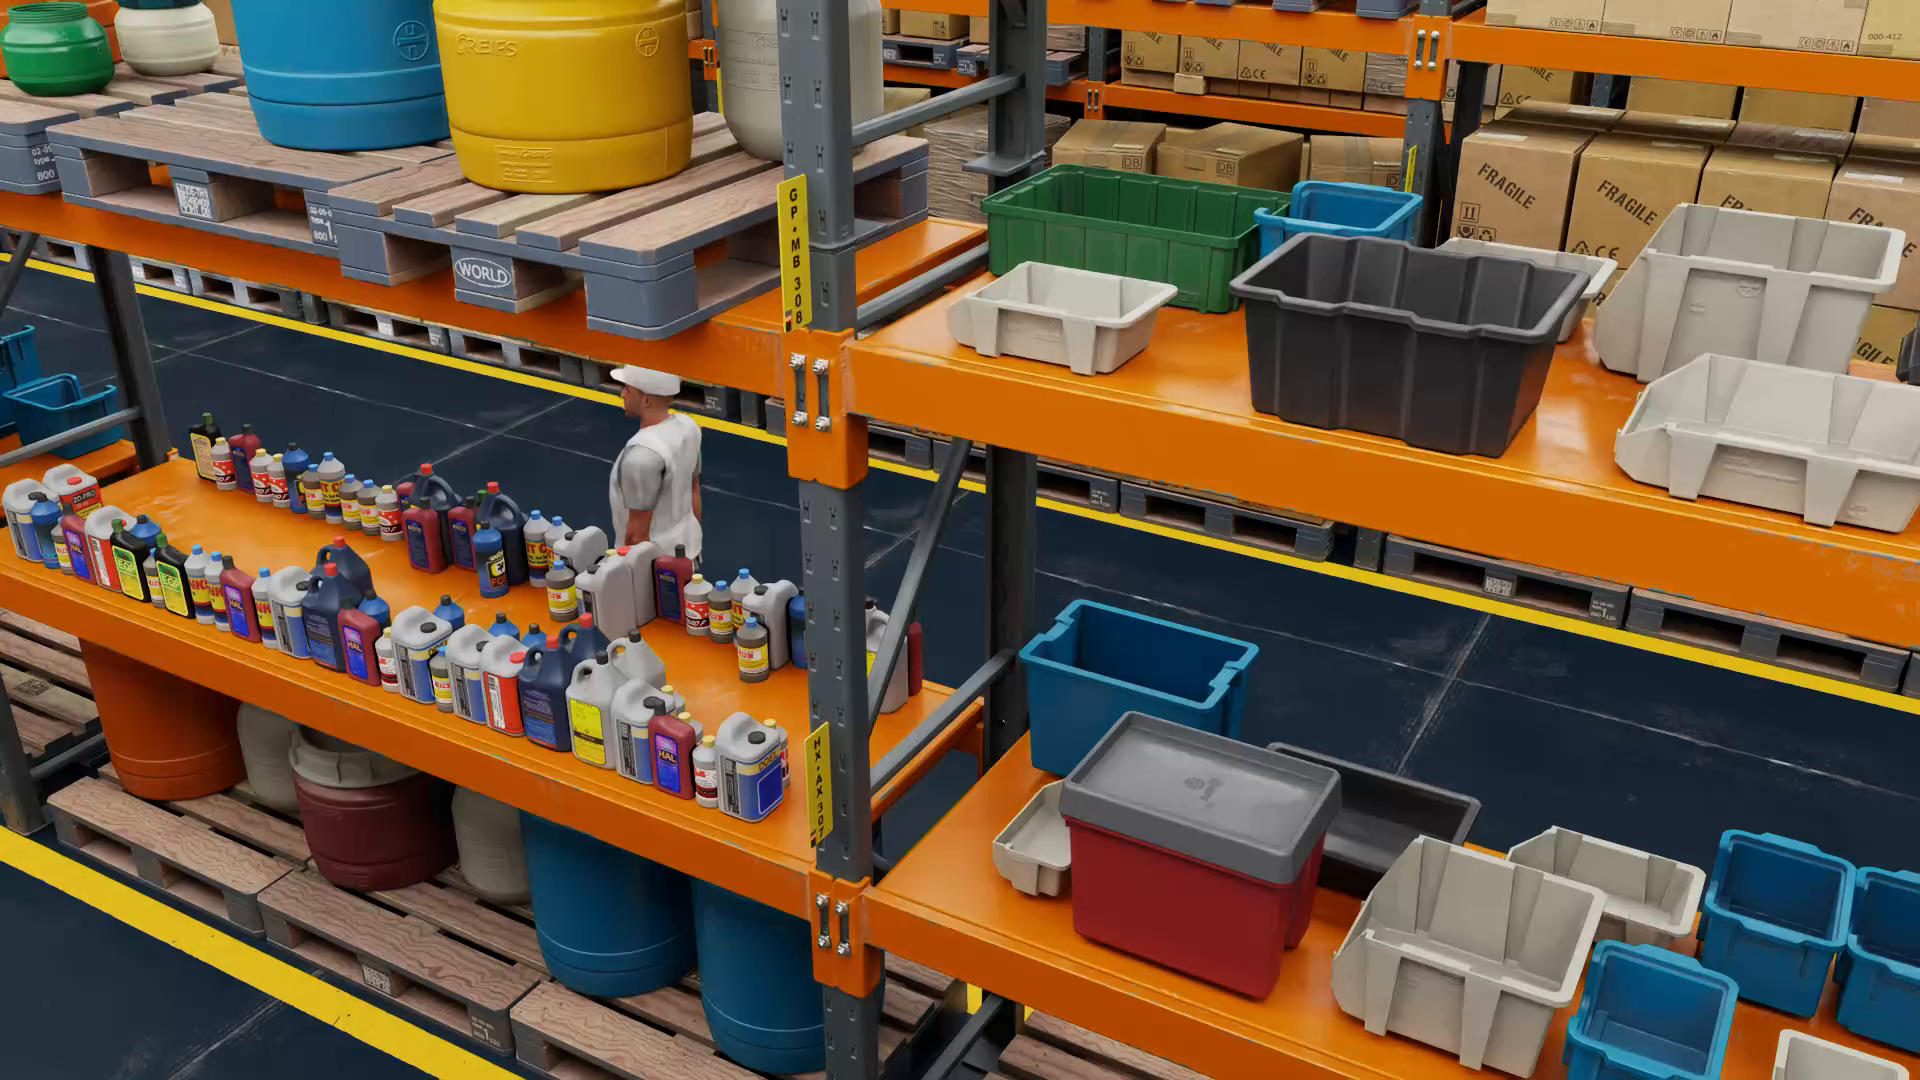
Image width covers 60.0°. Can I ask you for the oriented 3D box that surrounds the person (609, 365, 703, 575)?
[{"bbox_3d":[-1.220,0.089,6.852,0.443,1.792,0.617,8,27,15],"label":"person"}]
